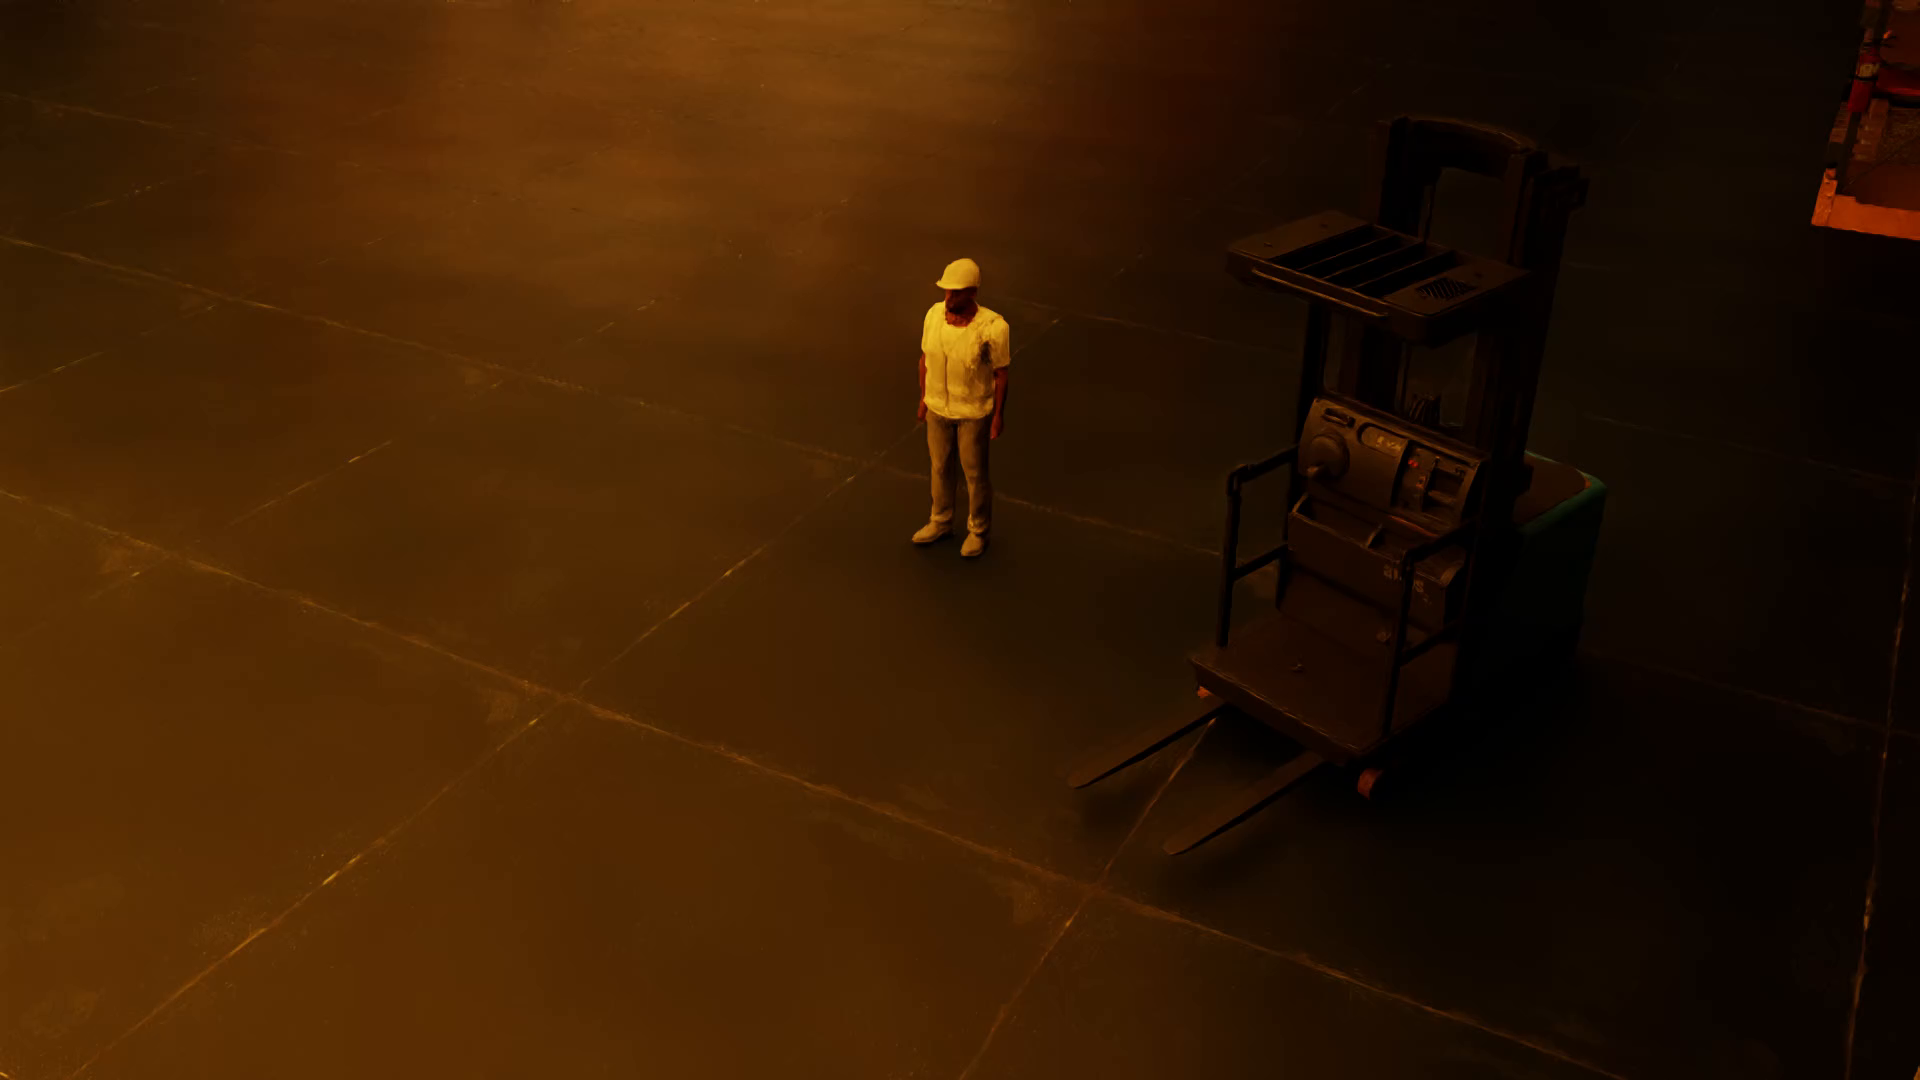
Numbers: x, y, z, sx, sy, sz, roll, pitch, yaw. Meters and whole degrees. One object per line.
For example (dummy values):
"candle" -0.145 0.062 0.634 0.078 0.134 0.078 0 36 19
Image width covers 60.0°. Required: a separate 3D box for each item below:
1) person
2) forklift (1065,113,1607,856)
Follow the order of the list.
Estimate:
"person" -0.005 -0.760 9.551 0.559 1.771 0.367 15 33 25
"forklift" 1.838 -0.335 7.651 3.031 2.935 1.130 -24 37 -35
